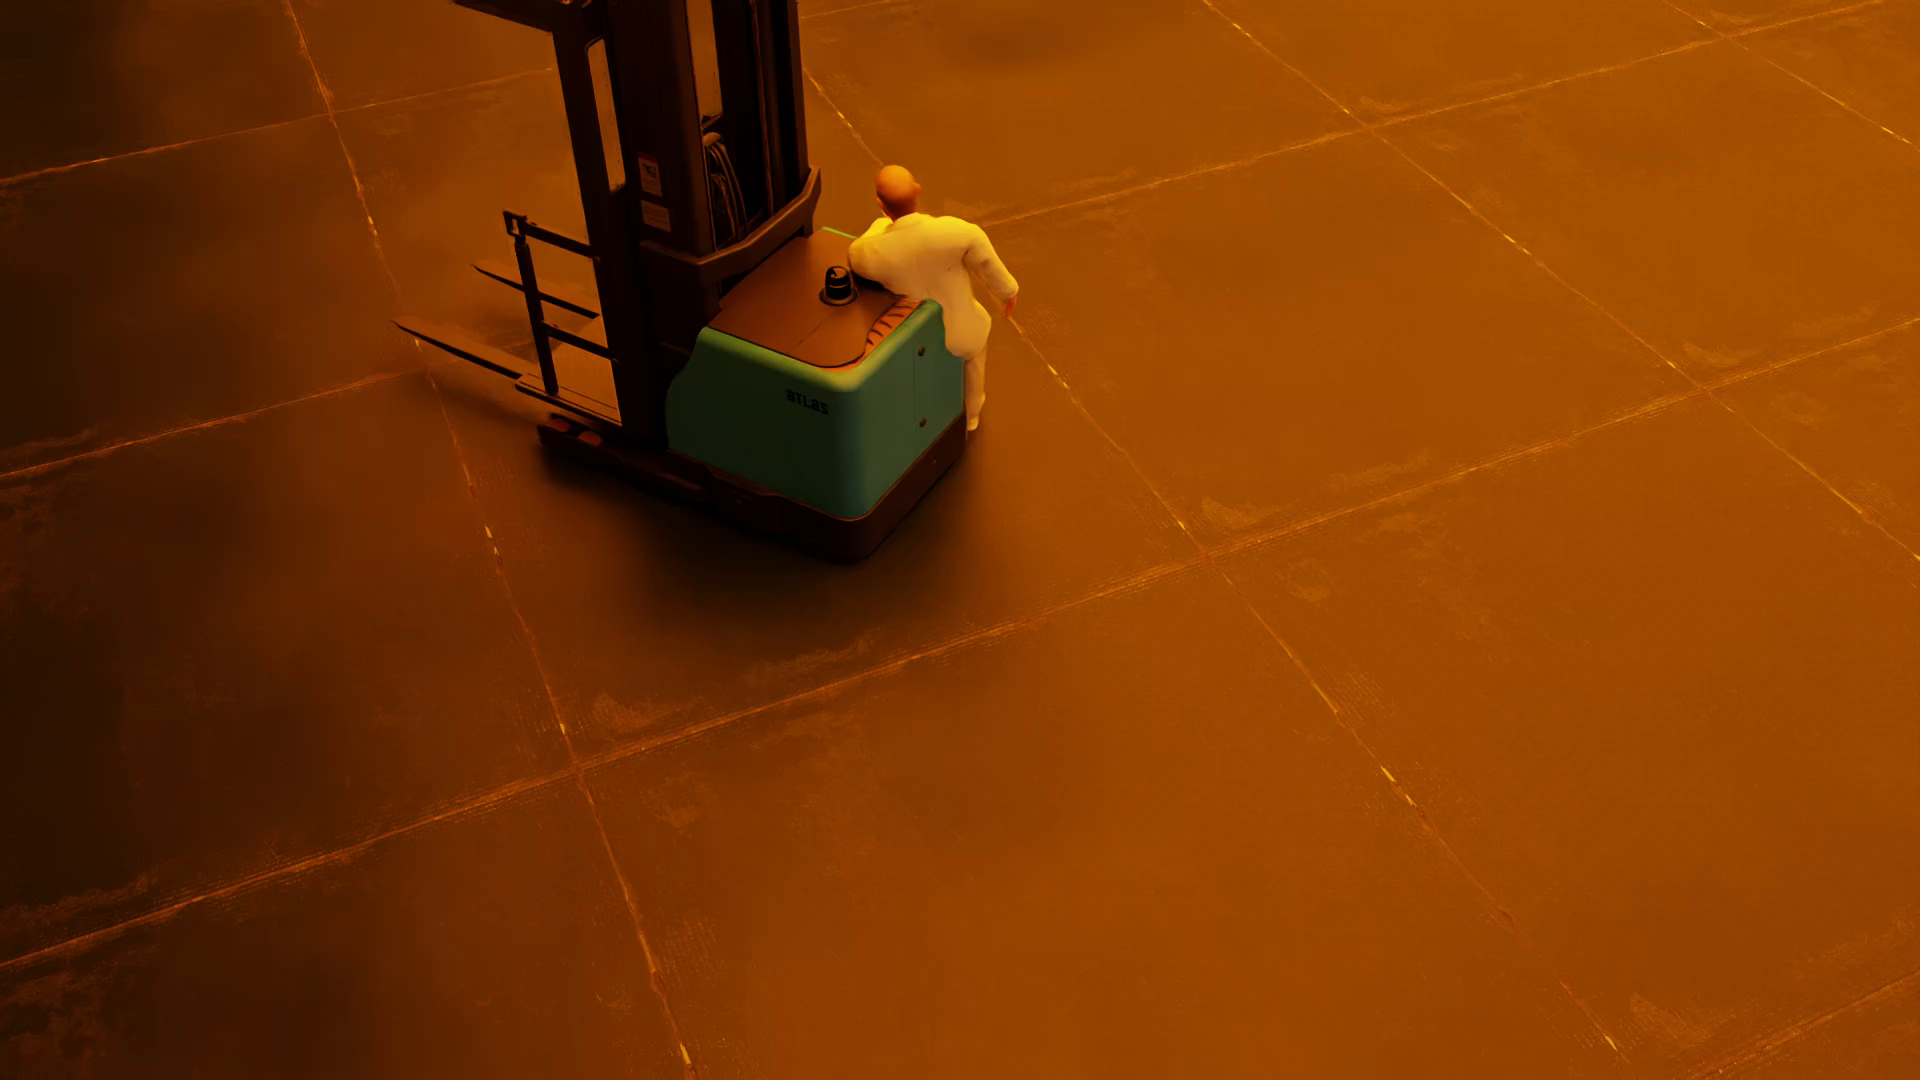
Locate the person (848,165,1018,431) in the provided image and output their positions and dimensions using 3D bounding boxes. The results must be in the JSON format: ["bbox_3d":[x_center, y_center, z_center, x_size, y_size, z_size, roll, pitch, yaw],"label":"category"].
[{"bbox_3d":[-0.194,-1.088,7.777,0.910,1.663,0.928,-10,44,-10],"label":"person"}]

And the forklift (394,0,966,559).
[{"bbox_3d":[-1.502,-1.733,7.538,3.031,2.935,1.130,22,47,22],"label":"forklift"}]
